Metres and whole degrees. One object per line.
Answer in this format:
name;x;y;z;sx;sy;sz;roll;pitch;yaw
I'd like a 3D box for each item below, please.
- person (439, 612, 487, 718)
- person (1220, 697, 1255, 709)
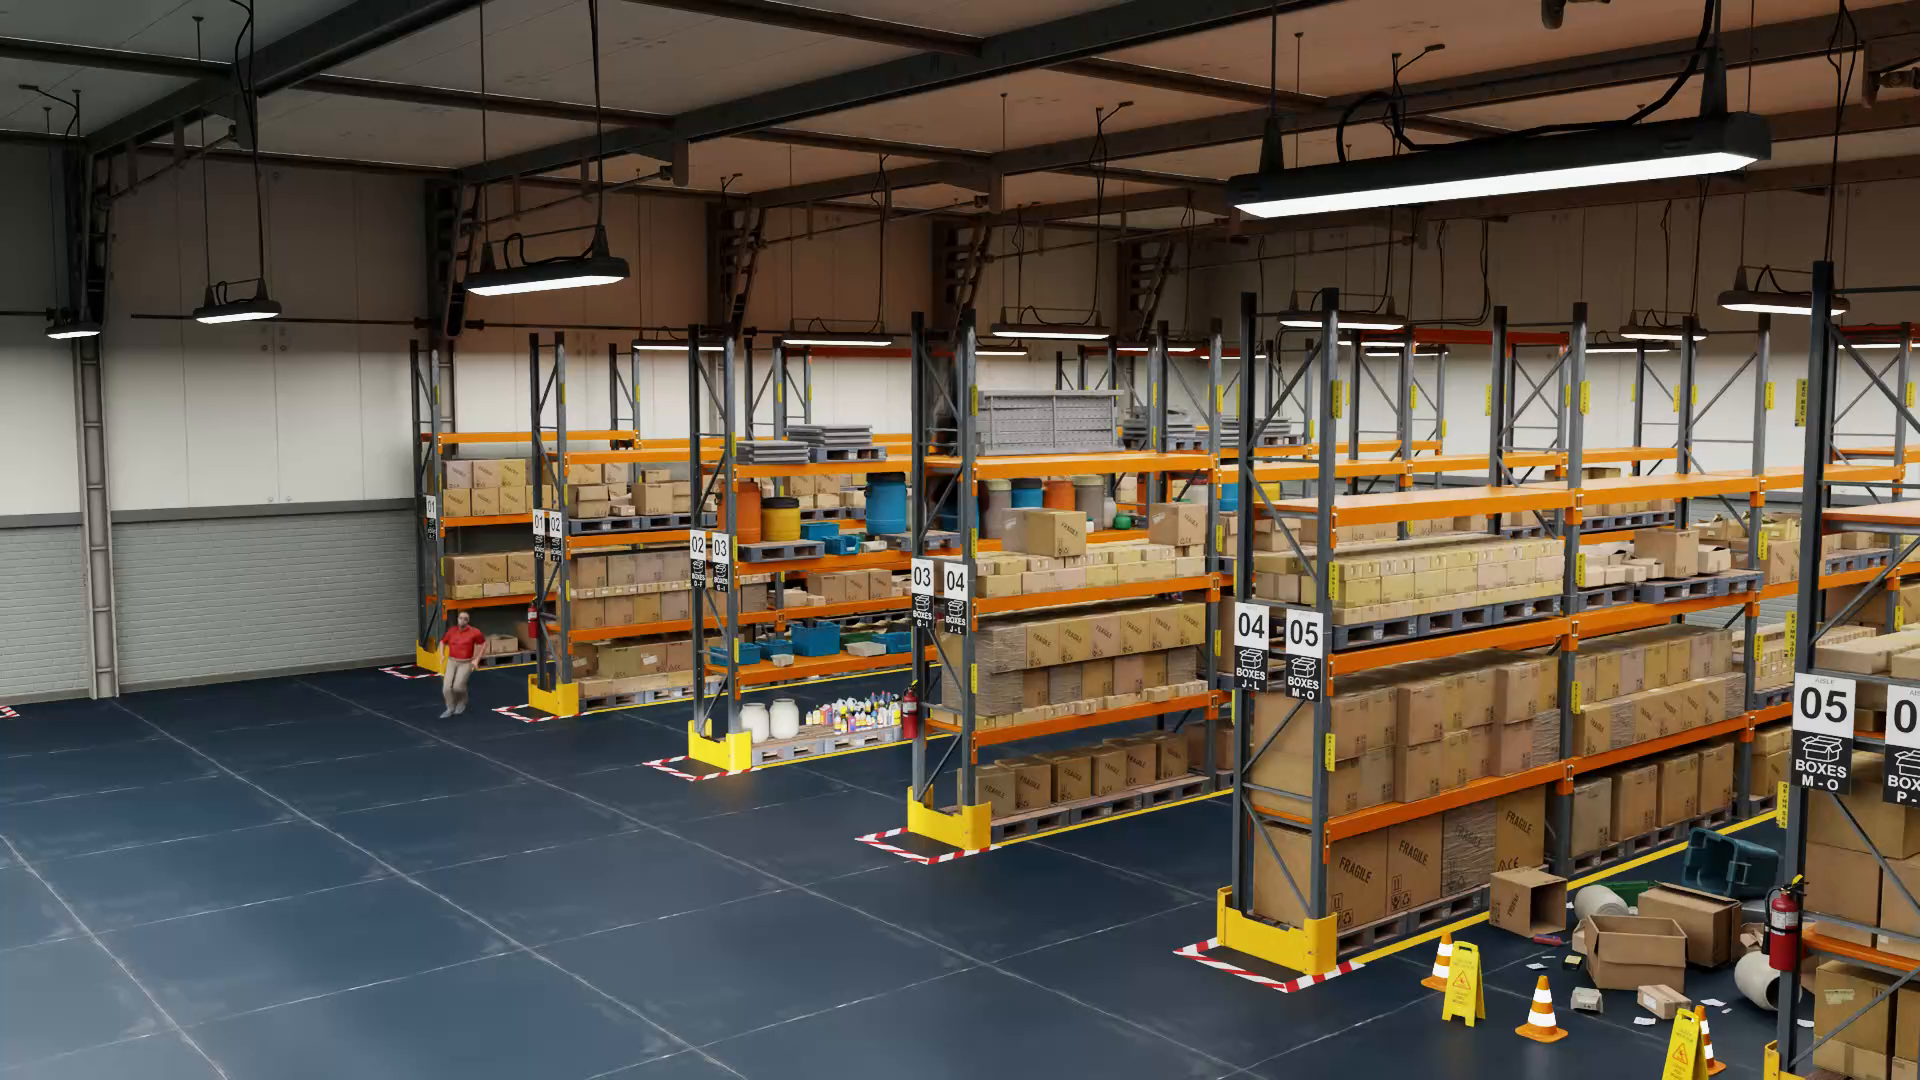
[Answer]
person;-7.779;1.945;25.892;0.717;1.664;0.525;0;5;5
person;4.548;1.786;26.777;0.681;1.794;0.990;5;7;45
